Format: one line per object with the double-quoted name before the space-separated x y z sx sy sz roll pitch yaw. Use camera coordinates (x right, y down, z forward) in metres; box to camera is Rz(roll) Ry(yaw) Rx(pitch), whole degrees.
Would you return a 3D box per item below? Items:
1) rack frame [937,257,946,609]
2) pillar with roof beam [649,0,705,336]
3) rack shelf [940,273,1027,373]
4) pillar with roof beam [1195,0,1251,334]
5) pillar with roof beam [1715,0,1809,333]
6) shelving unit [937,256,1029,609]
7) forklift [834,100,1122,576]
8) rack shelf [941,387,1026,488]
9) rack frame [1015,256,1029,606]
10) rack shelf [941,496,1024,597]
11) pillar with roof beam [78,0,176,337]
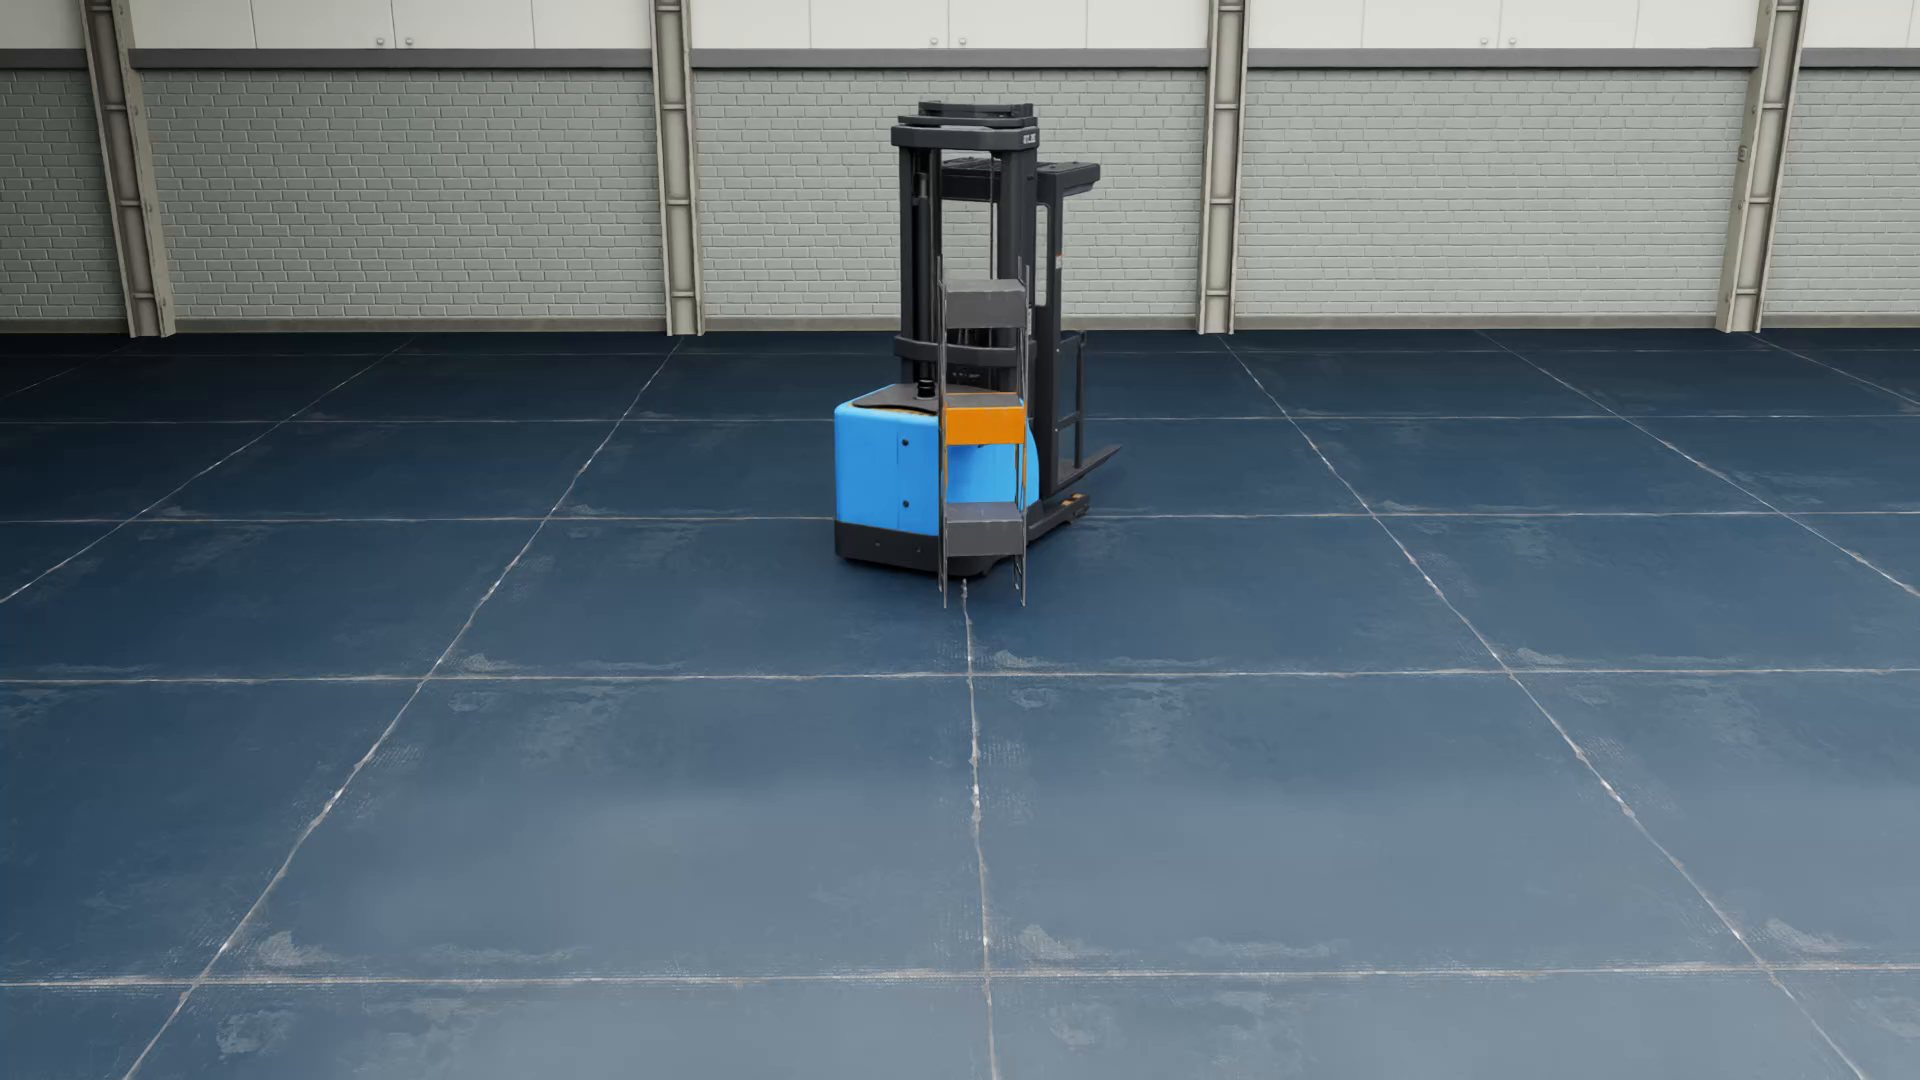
"rack frame" -0.110 -0.637 10.096 0.015 2.100 0.400 -2 18 -5
"pillar with roof beam" -3.035 -5.317 13.389 0.400 9.000 9.100 0 18 -1
"rack shelf" 0.133 -1.297 9.908 0.480 0.518 0.431 -2 18 -5
"pillar with roof beam" 2.964 -5.345 13.479 0.400 9.000 9.100 0 18 -1
"pillar with roof beam" 8.963 -5.374 13.569 0.400 9.000 9.100 0 18 -1
"shelving unit" 0.133 -0.644 10.117 0.503 2.100 0.431 -2 18 -5
"forklift" 0.292 -1.569 11.639 1.130 2.935 3.031 9 20 26
"rack shelf" 0.133 -0.631 10.121 0.480 0.518 0.431 -2 18 -5
"rack frame" 0.376 -0.651 10.138 0.015 2.100 0.400 -2 18 -5
"rack shelf" 0.133 0.036 10.335 0.480 0.518 0.431 -2 18 -5
"pillar with roof beam" -9.034 -5.288 13.299 0.400 9.000 9.100 0 18 -1
